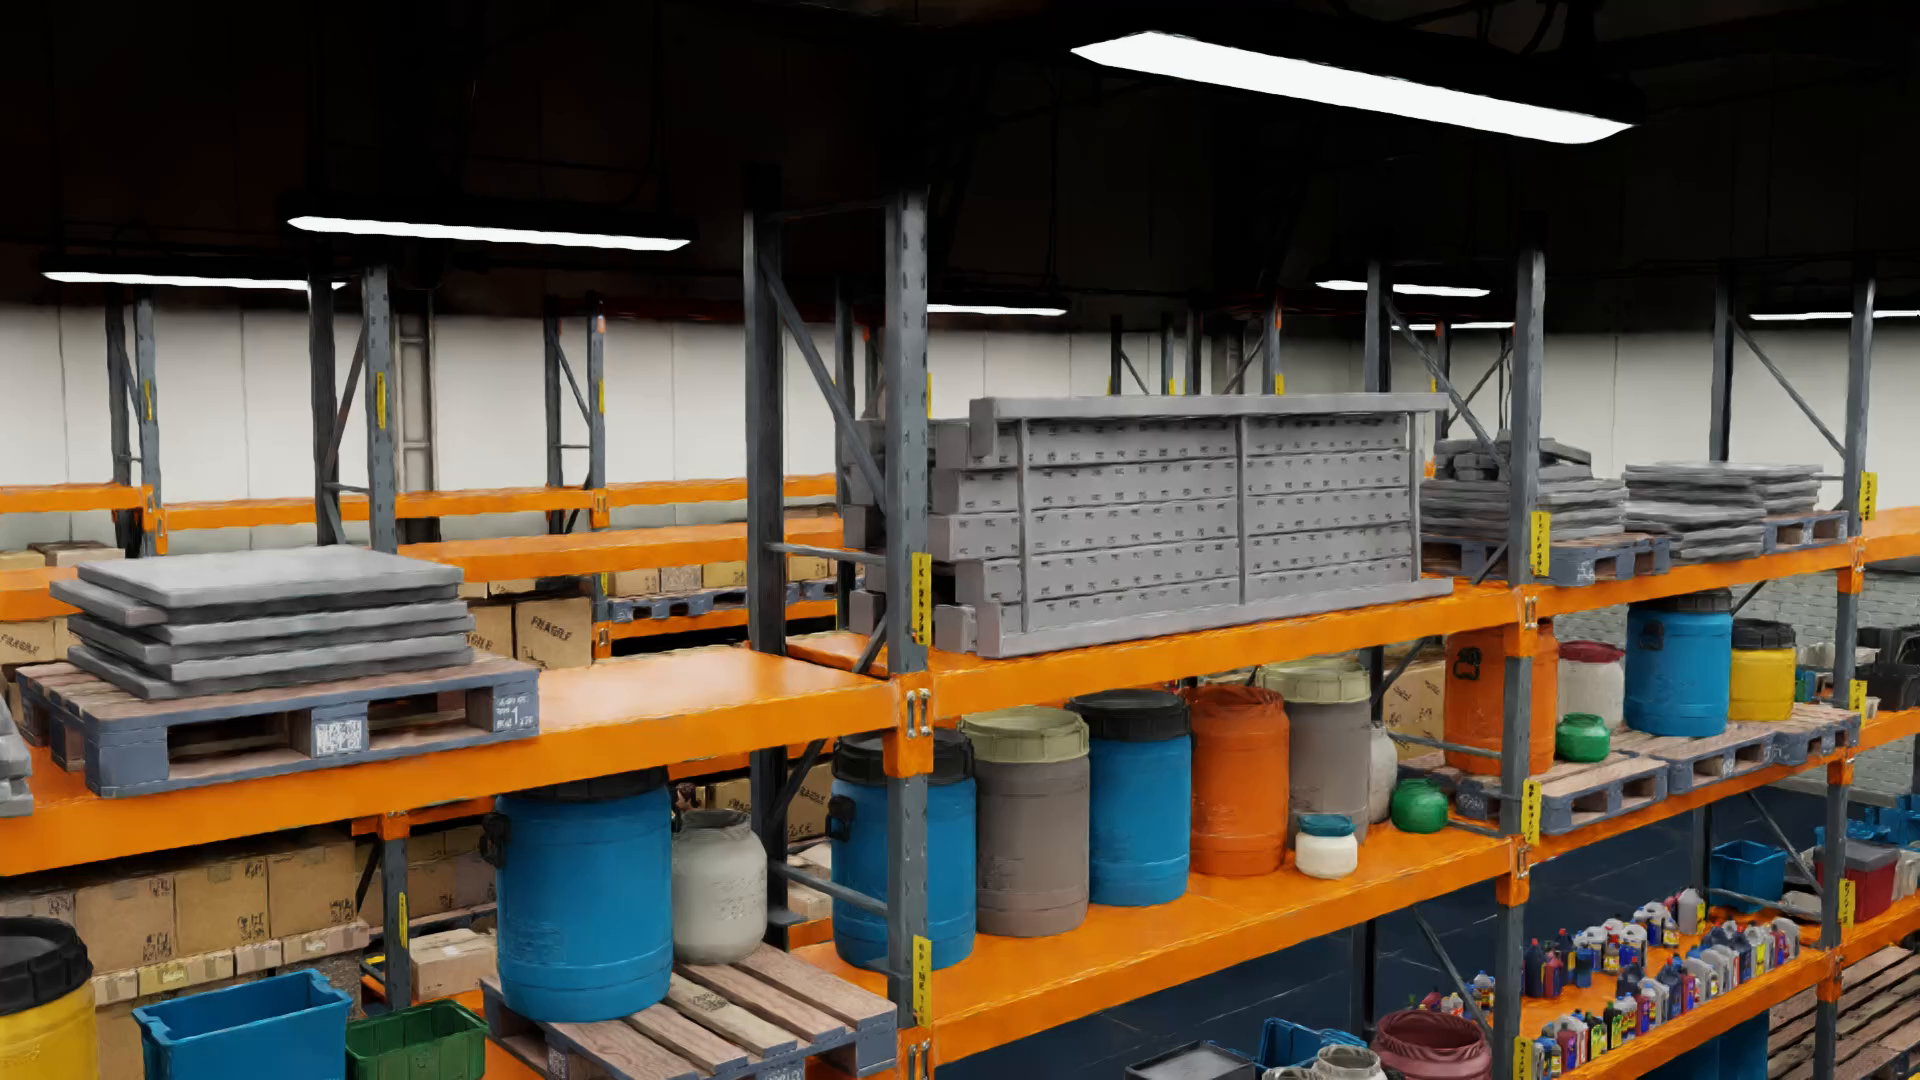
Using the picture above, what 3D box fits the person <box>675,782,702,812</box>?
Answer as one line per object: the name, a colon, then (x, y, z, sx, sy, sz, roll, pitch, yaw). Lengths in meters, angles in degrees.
person: (-2.344, 2.941, 14.844, 0.507, 1.619, 0.598, -5, 7, -42)
